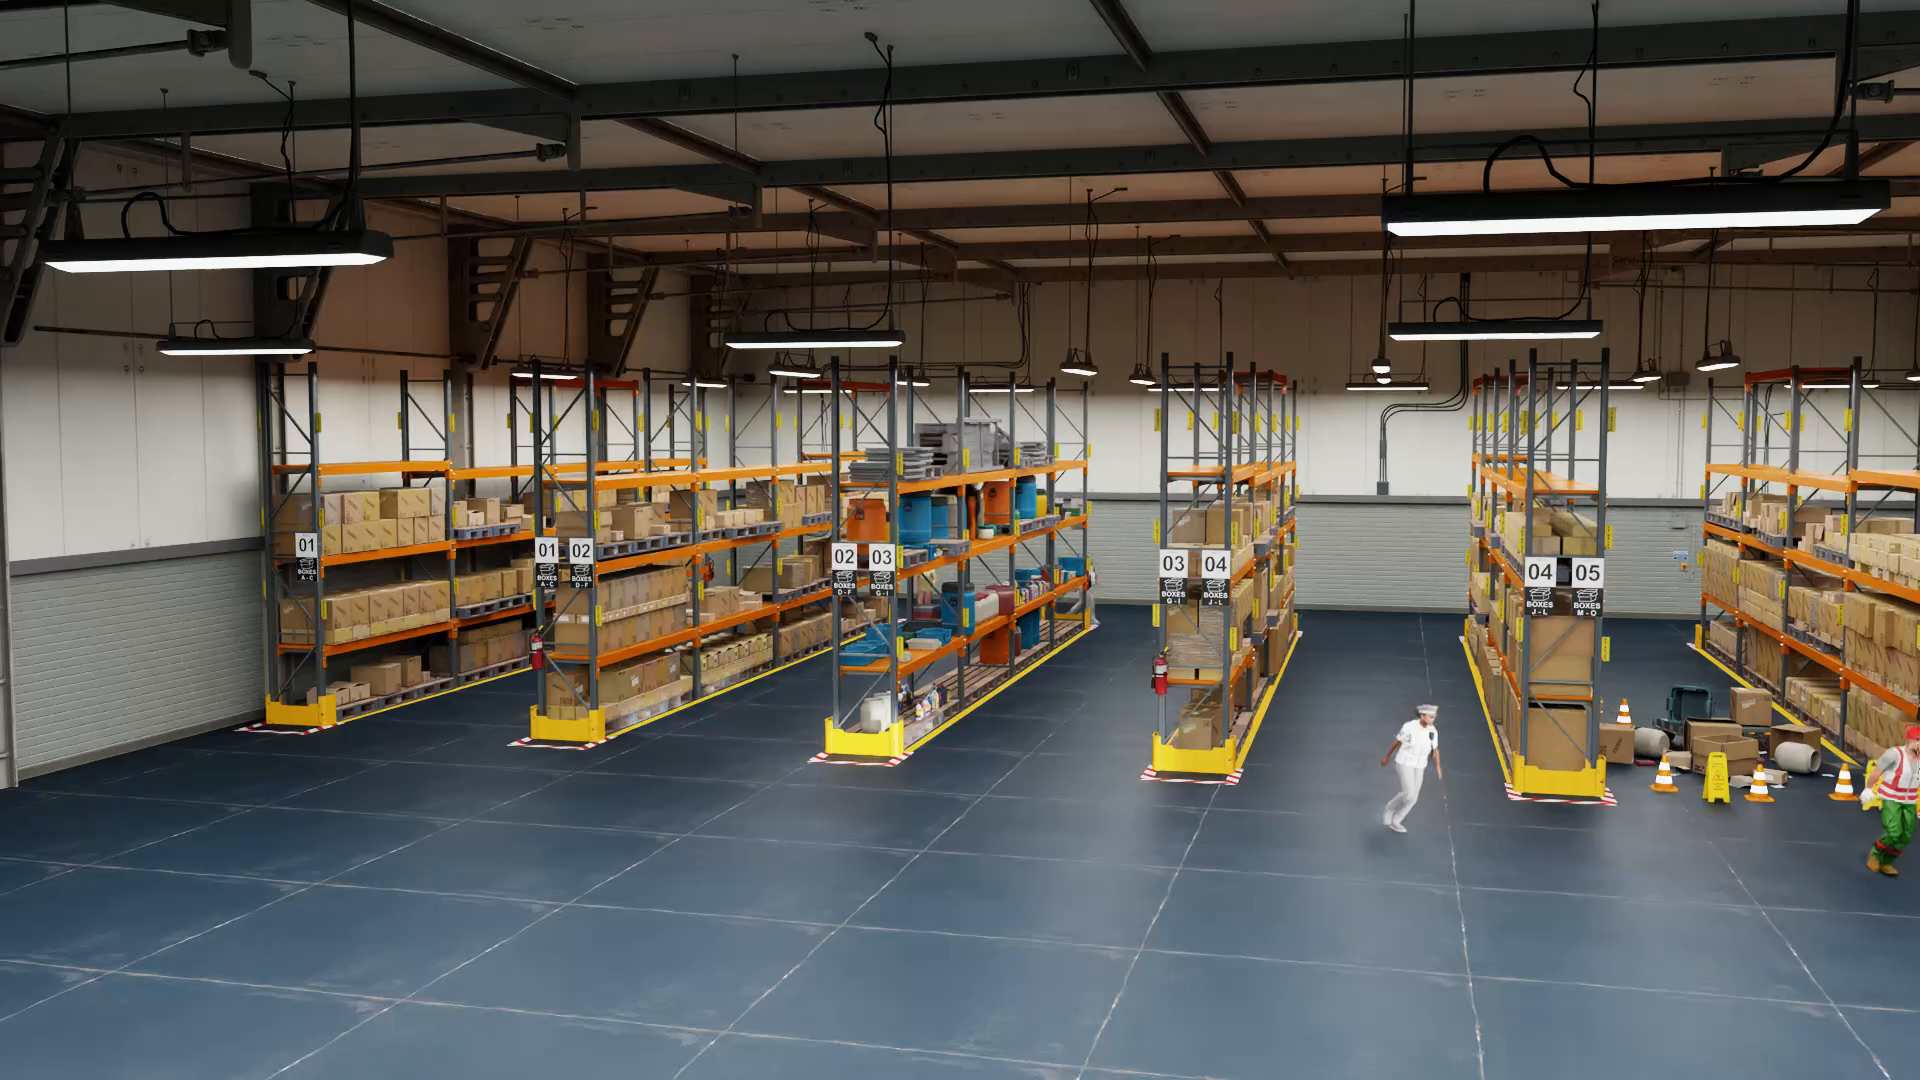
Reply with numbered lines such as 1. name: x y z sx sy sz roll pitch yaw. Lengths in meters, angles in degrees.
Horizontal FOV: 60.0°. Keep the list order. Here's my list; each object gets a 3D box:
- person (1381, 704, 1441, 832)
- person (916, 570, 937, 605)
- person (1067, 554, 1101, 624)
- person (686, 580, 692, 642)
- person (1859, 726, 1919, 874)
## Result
1. person: 5.523 2.777 20.314 0.604 1.584 0.703 -2 4 -23
2. person: -0.851 1.278 41.187 0.584 1.648 0.615 1 4 10
3. person: 3.079 1.219 41.538 0.901 1.767 0.652 1 4 18
4. person: -5.676 1.686 35.583 0.596 1.690 0.901 2 4 20
5. person: 10.320 2.859 18.221 0.645 1.694 0.648 0 4 -6
